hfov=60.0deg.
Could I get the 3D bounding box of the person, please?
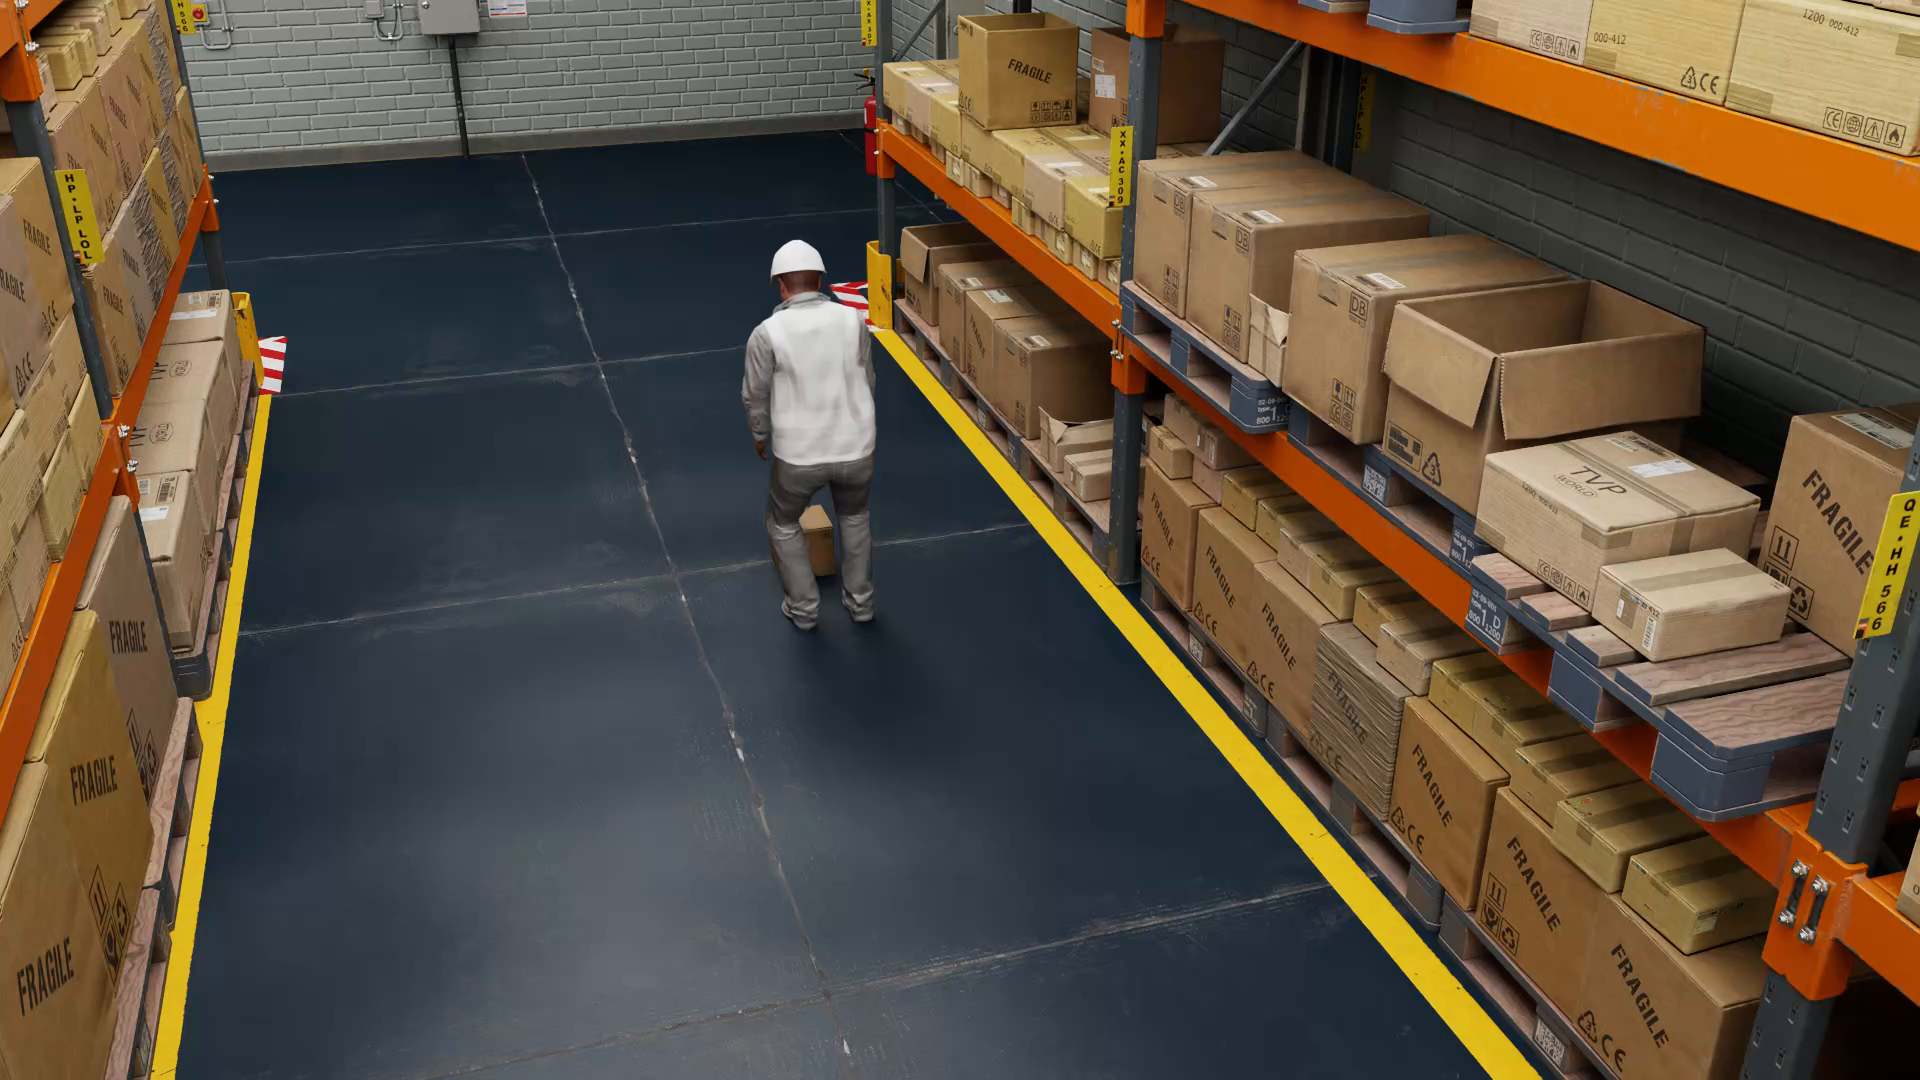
[{"bbox_3d":[-0.629,-0.421,7.075,0.574,1.665,0.559,-8,27,-15],"label":"person"}]
